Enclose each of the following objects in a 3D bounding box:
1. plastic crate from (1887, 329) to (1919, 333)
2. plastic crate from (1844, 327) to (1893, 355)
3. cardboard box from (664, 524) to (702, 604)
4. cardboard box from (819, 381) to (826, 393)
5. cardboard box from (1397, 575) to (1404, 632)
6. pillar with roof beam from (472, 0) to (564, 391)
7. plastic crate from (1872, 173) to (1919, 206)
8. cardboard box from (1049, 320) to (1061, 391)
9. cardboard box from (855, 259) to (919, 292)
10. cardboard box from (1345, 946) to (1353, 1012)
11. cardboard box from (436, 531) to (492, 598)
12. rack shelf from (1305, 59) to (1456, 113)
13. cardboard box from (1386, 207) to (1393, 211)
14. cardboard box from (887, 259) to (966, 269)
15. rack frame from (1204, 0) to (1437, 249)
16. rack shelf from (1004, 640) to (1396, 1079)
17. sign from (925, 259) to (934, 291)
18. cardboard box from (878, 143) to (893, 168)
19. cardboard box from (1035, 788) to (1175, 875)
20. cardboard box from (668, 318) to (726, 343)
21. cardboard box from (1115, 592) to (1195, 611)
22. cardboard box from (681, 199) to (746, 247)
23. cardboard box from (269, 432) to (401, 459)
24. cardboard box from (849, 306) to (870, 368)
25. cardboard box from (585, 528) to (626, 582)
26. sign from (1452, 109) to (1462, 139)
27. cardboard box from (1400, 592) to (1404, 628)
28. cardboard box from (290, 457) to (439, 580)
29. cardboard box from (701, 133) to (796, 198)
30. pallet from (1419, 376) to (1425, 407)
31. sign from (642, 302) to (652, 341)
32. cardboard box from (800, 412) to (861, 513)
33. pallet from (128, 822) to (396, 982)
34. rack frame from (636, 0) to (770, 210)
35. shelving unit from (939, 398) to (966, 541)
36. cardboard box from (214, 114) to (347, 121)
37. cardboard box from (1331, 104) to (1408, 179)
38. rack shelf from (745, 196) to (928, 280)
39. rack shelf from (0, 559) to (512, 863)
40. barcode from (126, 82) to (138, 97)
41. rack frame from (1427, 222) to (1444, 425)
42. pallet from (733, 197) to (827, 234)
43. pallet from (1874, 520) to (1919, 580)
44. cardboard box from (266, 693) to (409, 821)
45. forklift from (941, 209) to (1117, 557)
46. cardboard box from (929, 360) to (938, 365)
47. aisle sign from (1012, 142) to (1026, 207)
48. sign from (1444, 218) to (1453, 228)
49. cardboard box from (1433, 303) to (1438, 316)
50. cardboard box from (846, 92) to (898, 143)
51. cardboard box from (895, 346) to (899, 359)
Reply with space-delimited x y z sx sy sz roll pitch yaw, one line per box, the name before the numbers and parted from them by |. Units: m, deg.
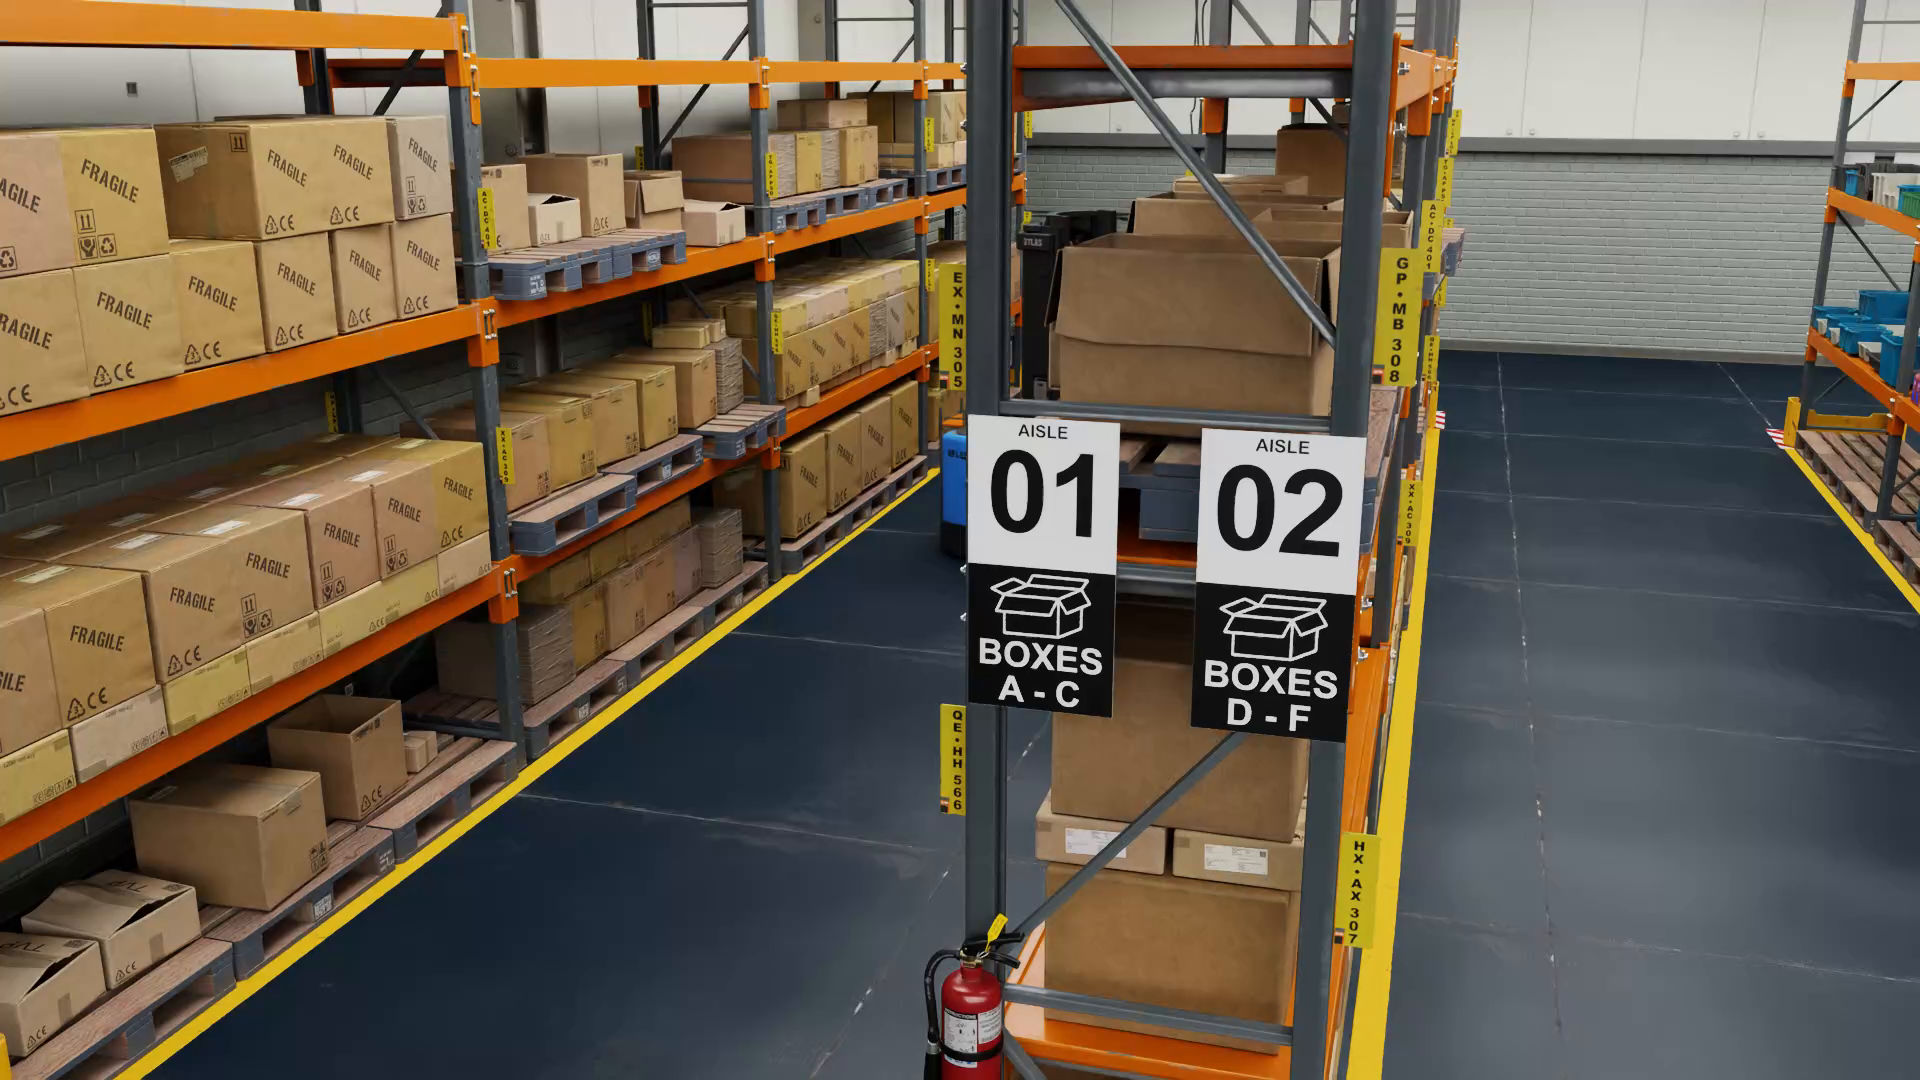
plastic crate | 9.651 -2.072 17.009 0.396 0.136 0.243 5 16 16
plastic crate | 8.960 -1.958 16.432 0.416 0.233 0.300 5 16 16
cardboard box | -2.379 0.162 12.535 0.700 0.500 0.500 5 16 16
cardboard box | -1.395 -1.376 14.607 0.380 0.149 0.250 5 17 17
cardboard box | 2.730 0.380 11.235 0.500 0.311 0.500 4 16 15
pillar with roof beam | 0.962 -3.426 10.418 9.100 9.000 0.400 5 16 16
plastic crate | 8.880 -3.302 15.693 0.437 0.282 0.530 5 16 16
cardboard box | 0.585 -0.633 5.315 0.500 0.250 0.500 5 16 16
cardboard box | -0.717 -2.613 16.405 0.500 0.250 0.500 5 17 17
cardboard box | 1.446 1.804 7.242 0.500 0.250 0.500 5 16 16
cardboard box | -2.947 0.110 9.184 0.500 0.250 0.500 5 16 16
rack shelf | 3.353 -3.635 13.204 1.077 0.370 4.000 5 16 16
cardboard box | 2.249 -1.786 9.636 0.500 0.250 0.500 3 16 11
cardboard box | -0.447 -2.669 18.192 0.980 0.700 0.700 4 16 14
rack frame | 1.647 -2.603 7.517 1.000 3.000 0.127 5 16 16
rack shelf | 1.079 1.152 6.589 1.077 0.370 4.000 5 16 16
sign | -0.307 -2.673 16.779 0.100 0.325 0.005 5 16 16
cardboard box | -0.860 -4.012 17.301 0.500 0.250 0.500 5 17 16
cardboard box | 0.437 0.854 4.948 0.380 0.149 0.250 4 16 15
cardboard box | -2.036 -1.626 12.887 0.380 0.149 0.250 2 16 9
cardboard box | 0.815 0.384 5.418 0.700 0.500 0.500 4 16 14
cardboard box | -1.912 -2.347 12.238 0.500 0.311 0.500 5 16 16
cardboard box | -3.437 -0.292 9.225 0.500 0.500 0.500 4 16 15
cardboard box | -1.143 -1.858 15.117 0.500 0.500 0.500 5 17 17
cardboard box | -2.644 0.084 11.437 0.500 0.250 0.500 4 16 14
sign | 5.584 -4.677 18.704 0.100 0.325 0.005 5 16 16
cardboard box | 2.868 0.514 11.791 0.500 0.250 0.500 5 17 17
cardboard box | -3.077 -0.120 8.619 0.500 0.500 0.500 5 16 16
cardboard box | -1.783 -3.124 13.859 0.700 0.500 0.500 4 16 13
pallet | 3.332 -1.181 13.846 1.003 0.211 1.213 5 16 16
sign | -2.499 -1.746 13.366 0.100 0.325 0.005 5 16 16
cardboard box | -1.377 -0.726 15.060 0.750 0.750 0.750 5 16 16
pallet | -3.605 1.740 8.309 1.003 0.211 1.213 5 16 16
rack frame | -1.966 -4.033 12.557 1.000 3.000 0.127 5 16 16
shelving unit | 0.024 -0.625 14.834 0.258 1.200 0.503 6 17 21
cardboard box | -3.516 -1.976 8.750 0.500 0.500 0.500 5 17 17
cardboard box | 2.914 -2.850 11.866 0.500 0.500 0.500 5 16 16
rack shelf | -1.398 -2.767 14.909 1.077 0.370 4.000 5 16 16
rack shelf | -3.671 0.769 7.940 1.077 0.370 4.000 5 16 16
barcode | -3.910 -2.127 7.853 0.001 0.075 0.075 5 16 16
rack frame | 5.058 -2.857 19.404 1.000 3.000 0.127 5 16 16
pallet | -1.834 -2.672 13.601 1.213 0.211 1.003 5 17 18
pallet | 8.410 0.115 14.037 1.003 0.211 1.213 5 16 16
cardboard box | -3.360 1.165 8.999 0.500 0.500 0.500 3 16 12
forklift | 1.308 -1.142 13.483 3.031 2.935 1.130 12 20 36
cardboard box | -0.456 -1.943 18.805 0.380 0.149 0.250 5 17 16
aisle sign | 0.615 -4.486 20.384 0.394 0.787 0.004 5 16 16
sign | 5.584 -3.518 19.033 0.100 0.325 0.005 5 16 16
cardboard box | 4.325 -2.441 15.922 0.500 0.500 0.500 5 17 17
cardboard box | -0.855 -4.376 17.211 0.500 0.500 0.500 4 16 15
cardboard box | -0.820 -1.840 16.242 0.380 0.149 0.250 5 17 18
